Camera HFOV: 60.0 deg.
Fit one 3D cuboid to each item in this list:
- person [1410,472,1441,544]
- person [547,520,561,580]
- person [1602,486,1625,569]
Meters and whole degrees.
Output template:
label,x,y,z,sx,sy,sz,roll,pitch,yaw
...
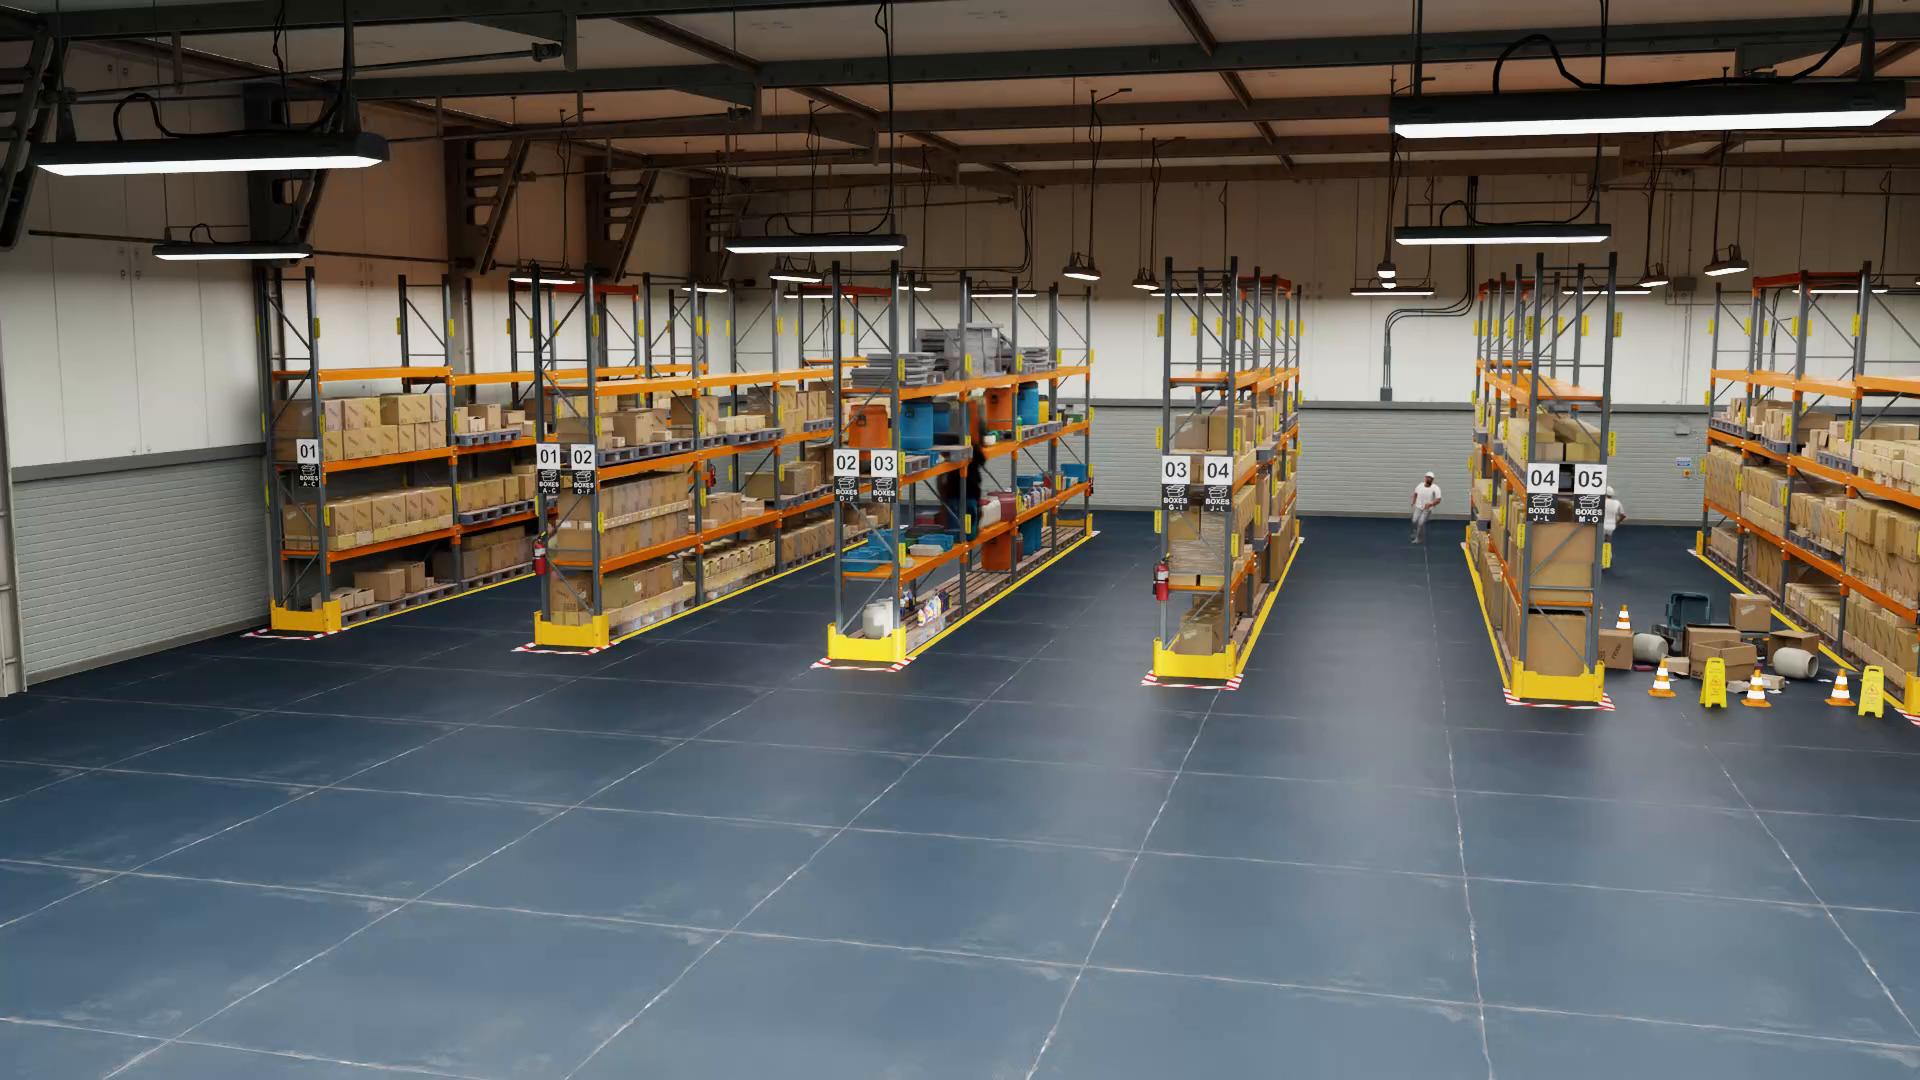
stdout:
label,x,y,z,sx,sy,sz,roll,pitch,yaw
person,10.773,-0.737,38.606,0.740,1.696,0.582,5,9,36
person,-7.119,0.486,29.063,0.529,1.696,0.887,2,8,16
person,13.438,-0.239,34.588,0.676,1.753,0.648,0,7,4
